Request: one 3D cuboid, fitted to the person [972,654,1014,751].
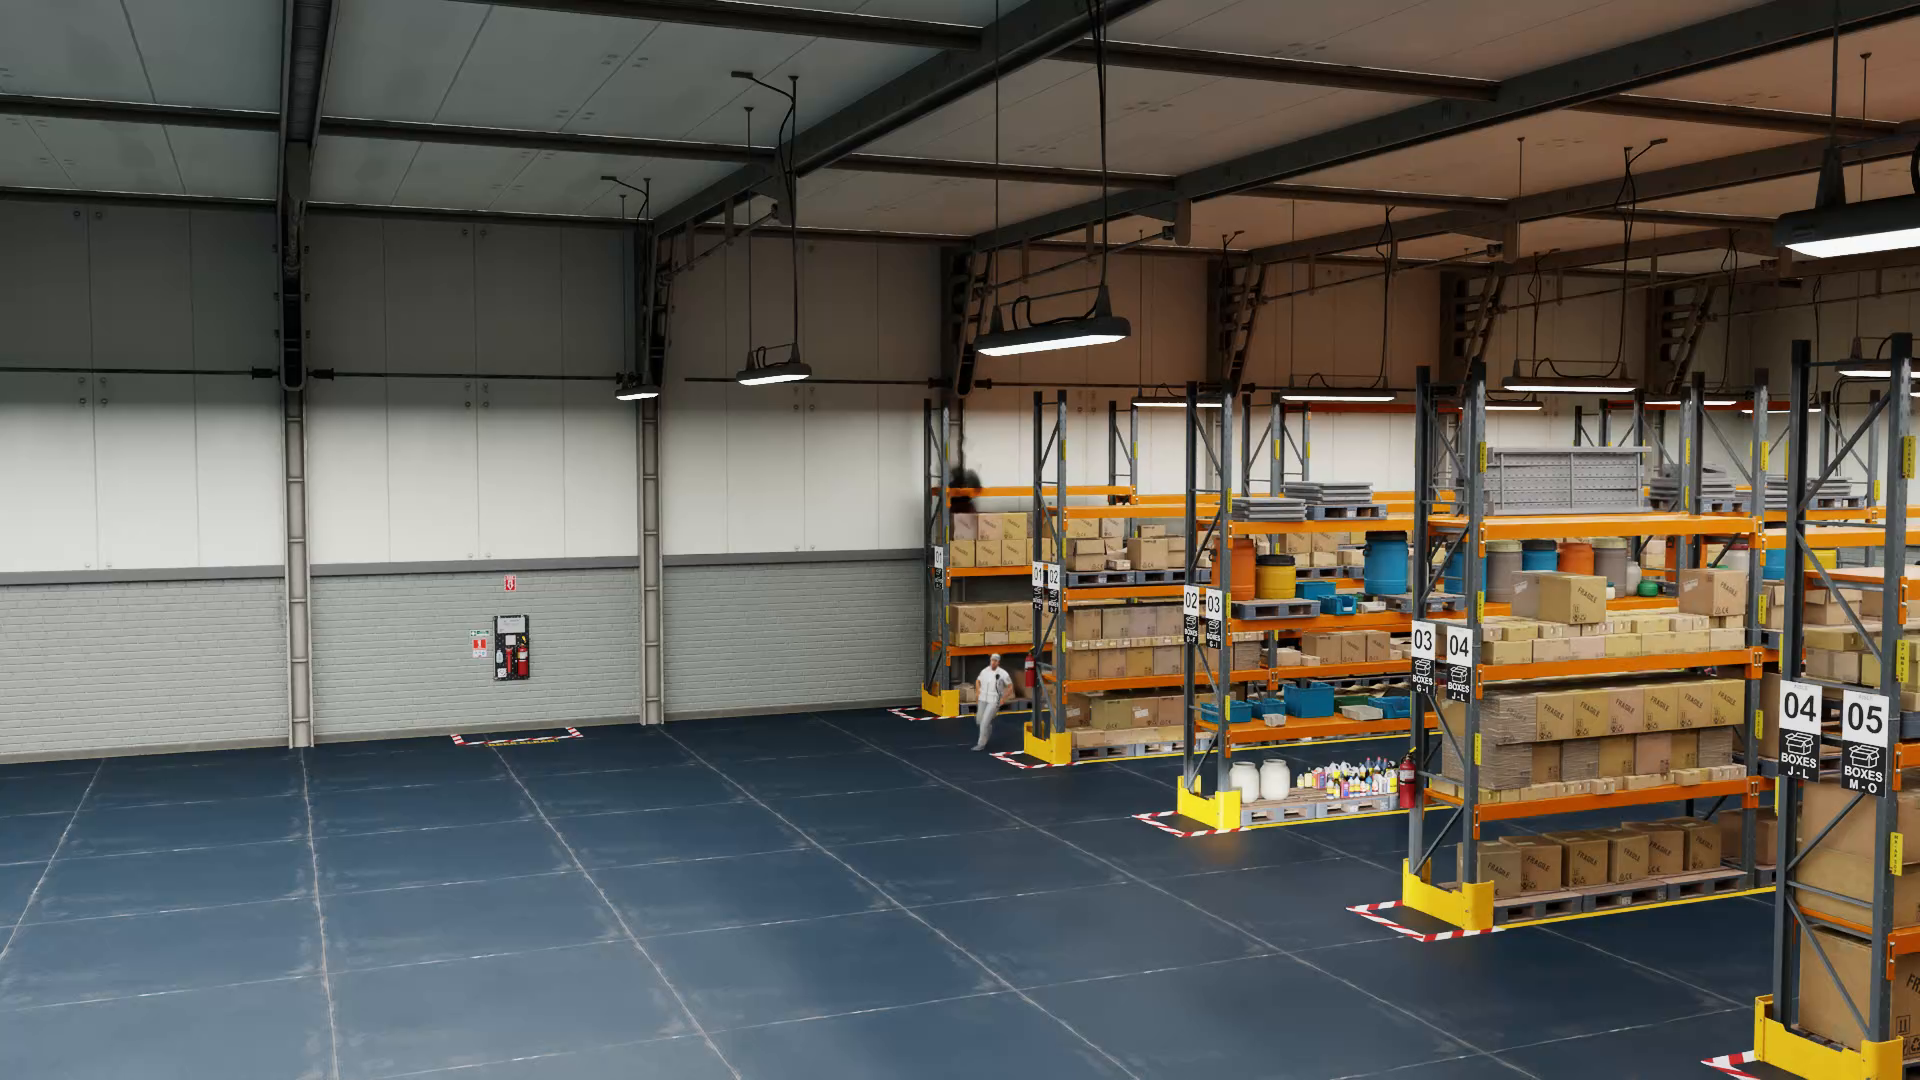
[{"bbox_3d":[0.548,2.716,28.000,0.669,1.620,0.766,2,4,27],"label":"person"}]
